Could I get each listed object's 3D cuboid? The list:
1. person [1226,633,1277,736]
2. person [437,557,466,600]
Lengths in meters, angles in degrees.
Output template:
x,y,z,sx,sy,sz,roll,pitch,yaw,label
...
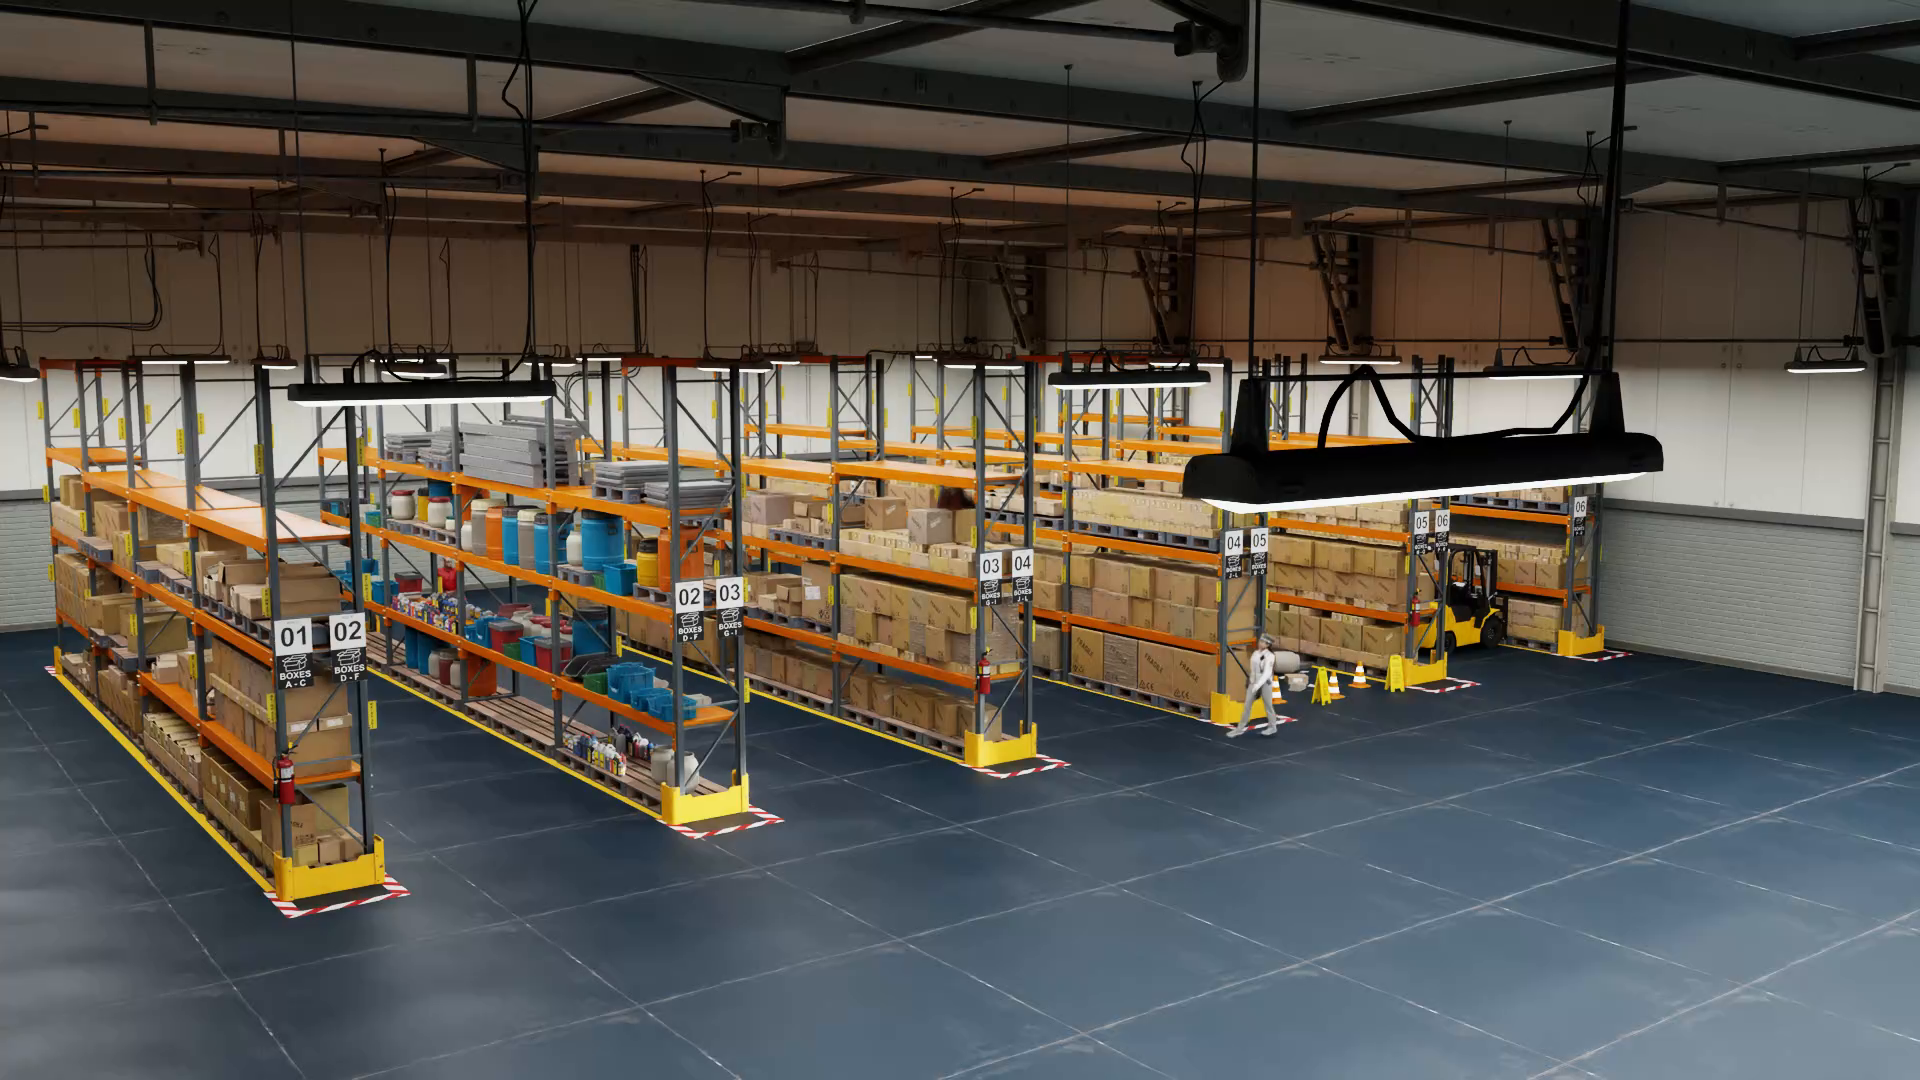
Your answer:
x,y,z,sx,sy,sz,roll,pitch,yaw,label
4.720,2.314,26.519,0.853,1.659,0.525,-6,9,-39,person
-11.039,1.198,35.902,0.629,1.667,1.086,-6,9,-40,person
